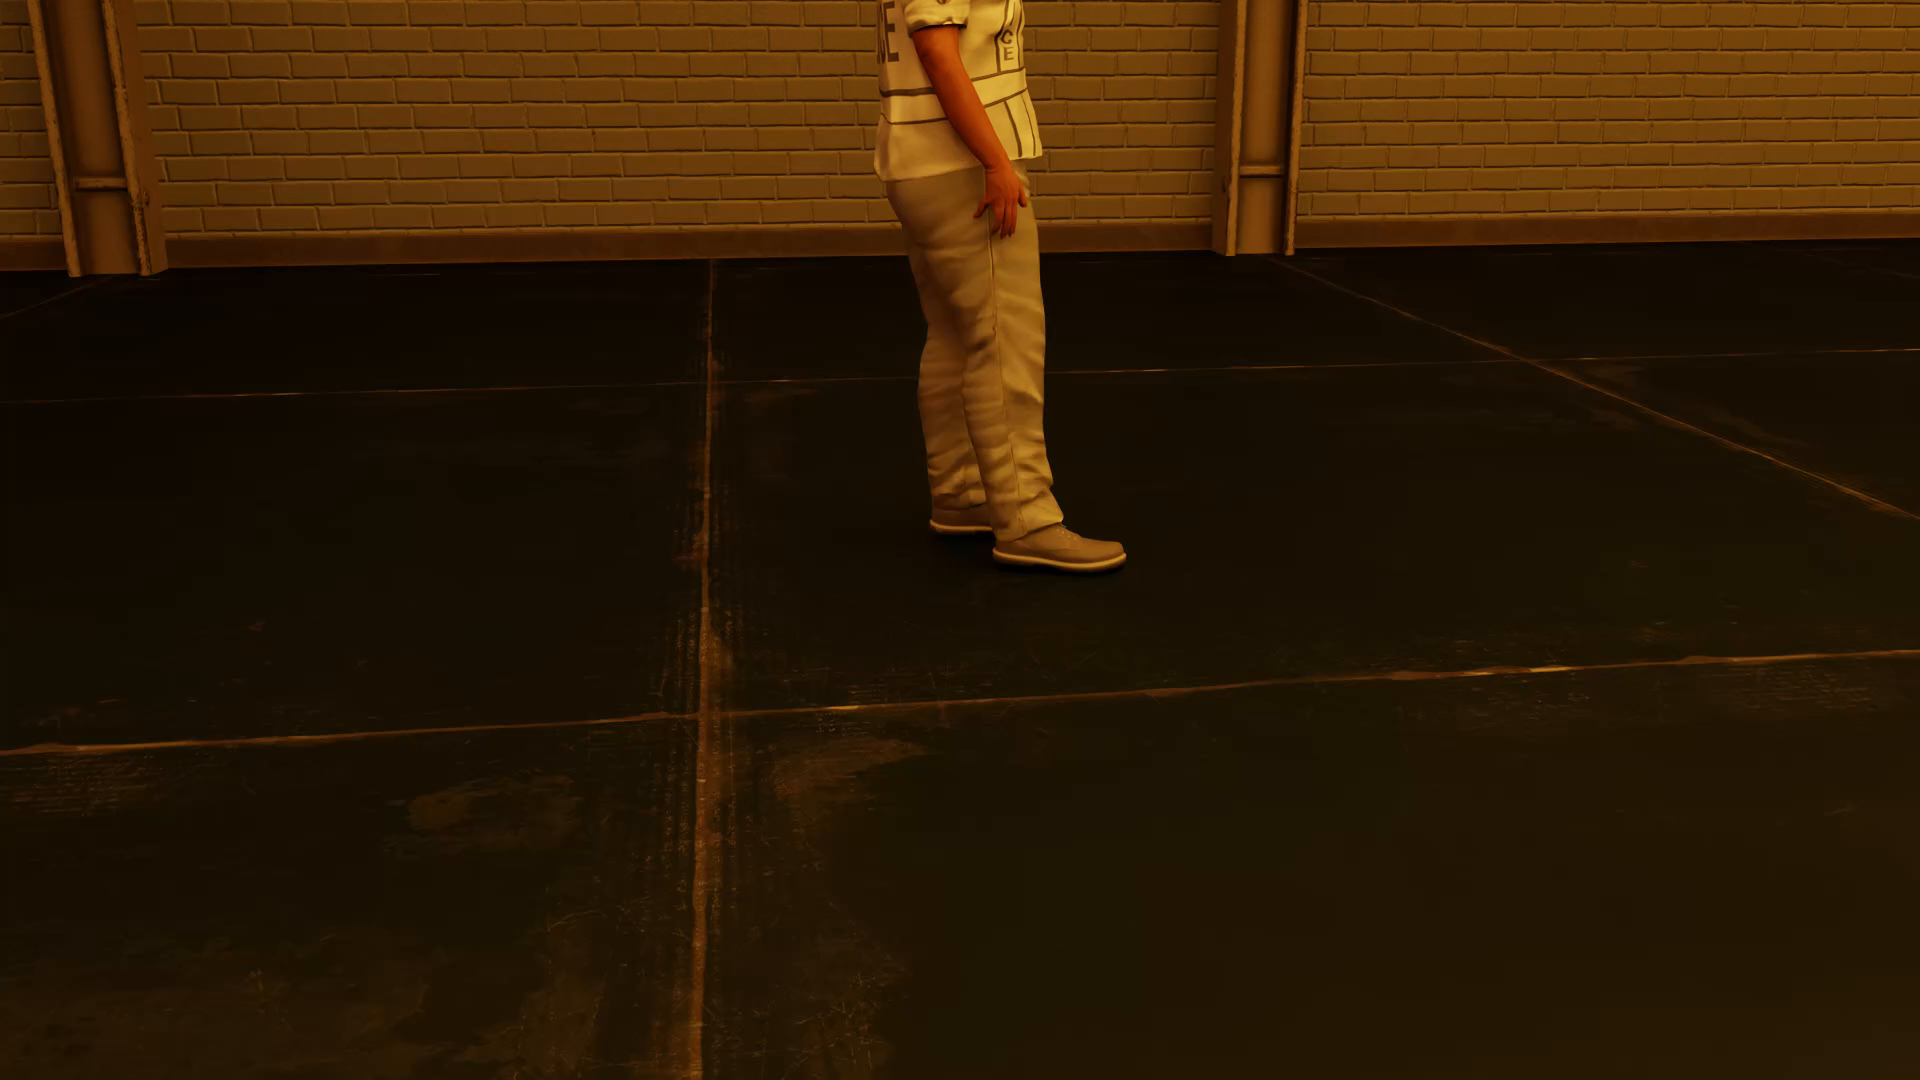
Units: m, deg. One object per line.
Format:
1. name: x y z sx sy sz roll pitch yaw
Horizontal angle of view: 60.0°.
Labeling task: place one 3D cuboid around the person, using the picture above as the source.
1. person: 0.079 -0.801 3.712 0.529 1.670 0.598 -2 17 -8
